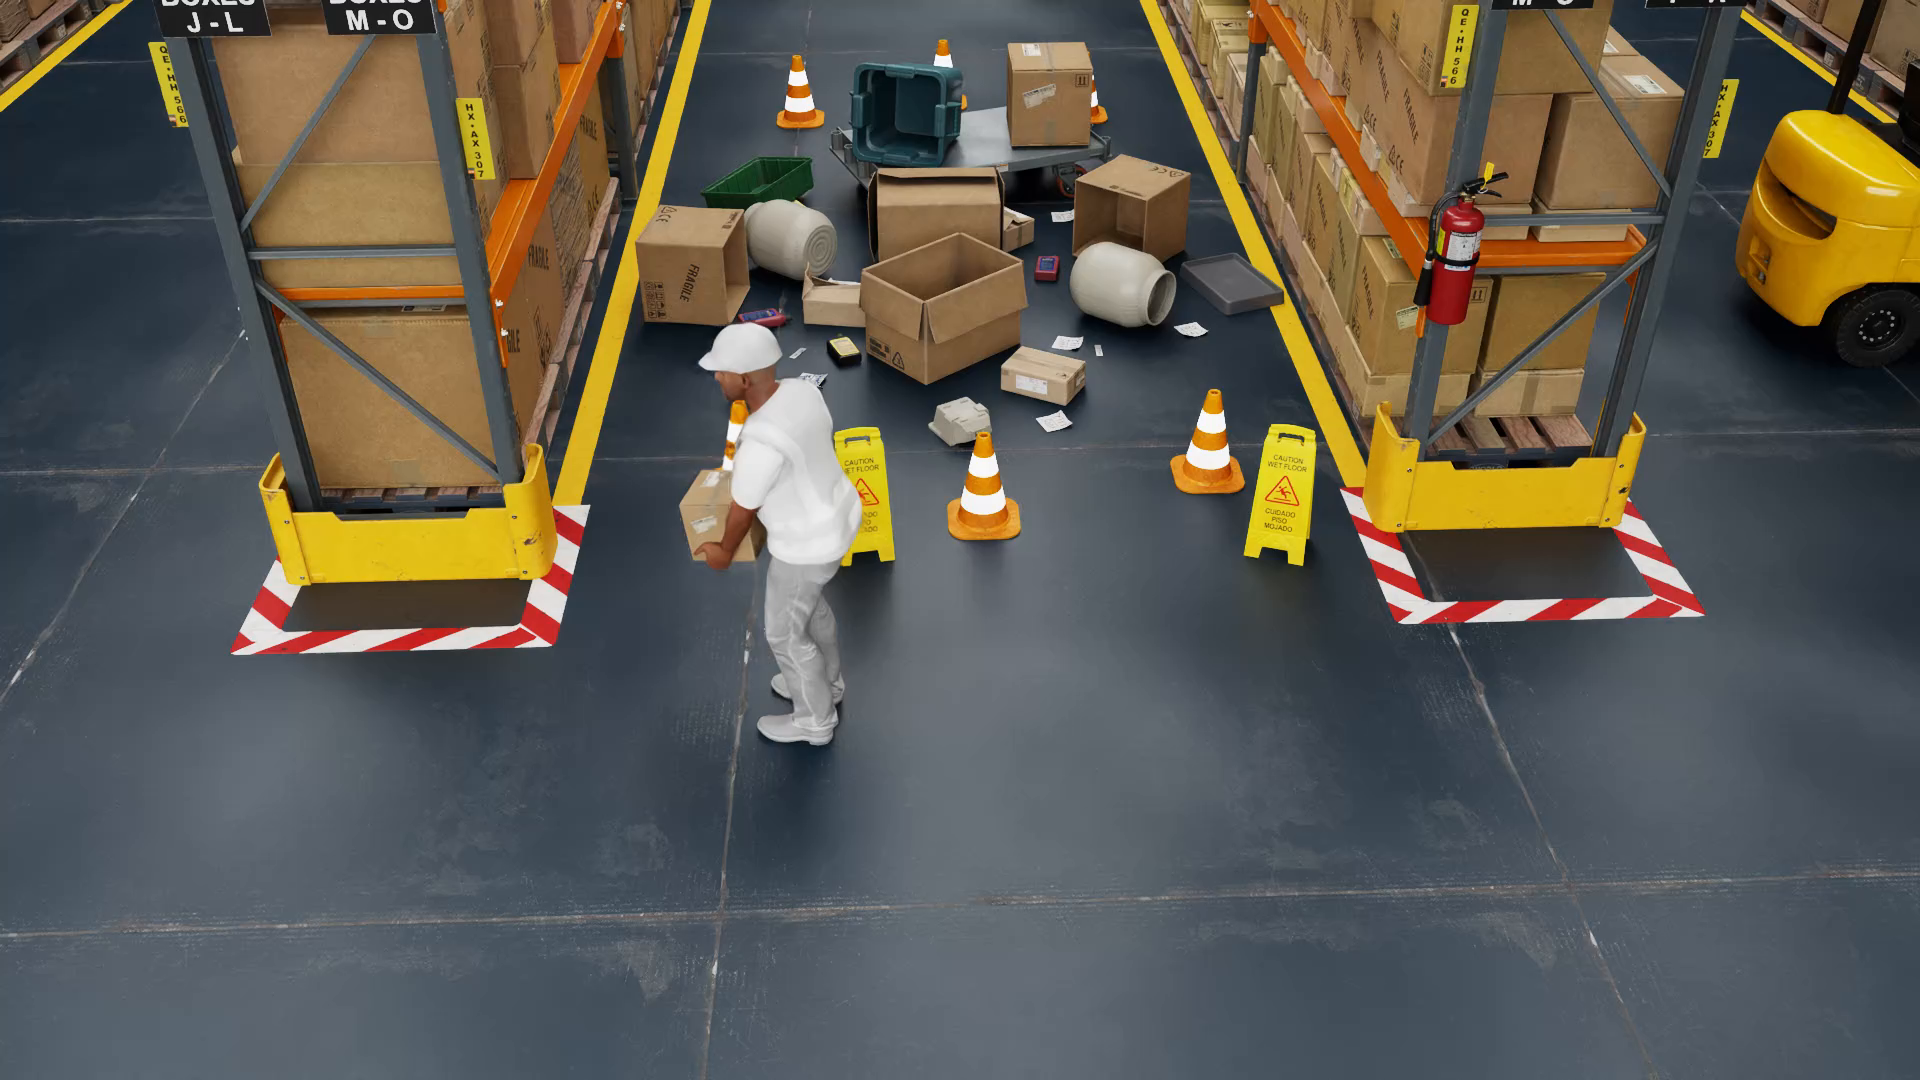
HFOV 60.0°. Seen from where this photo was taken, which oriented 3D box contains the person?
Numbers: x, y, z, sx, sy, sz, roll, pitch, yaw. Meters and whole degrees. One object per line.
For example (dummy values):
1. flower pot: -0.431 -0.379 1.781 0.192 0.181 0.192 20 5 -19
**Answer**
1. person: -0.680 -0.019 6.179 0.609 1.733 0.501 9 36 12
